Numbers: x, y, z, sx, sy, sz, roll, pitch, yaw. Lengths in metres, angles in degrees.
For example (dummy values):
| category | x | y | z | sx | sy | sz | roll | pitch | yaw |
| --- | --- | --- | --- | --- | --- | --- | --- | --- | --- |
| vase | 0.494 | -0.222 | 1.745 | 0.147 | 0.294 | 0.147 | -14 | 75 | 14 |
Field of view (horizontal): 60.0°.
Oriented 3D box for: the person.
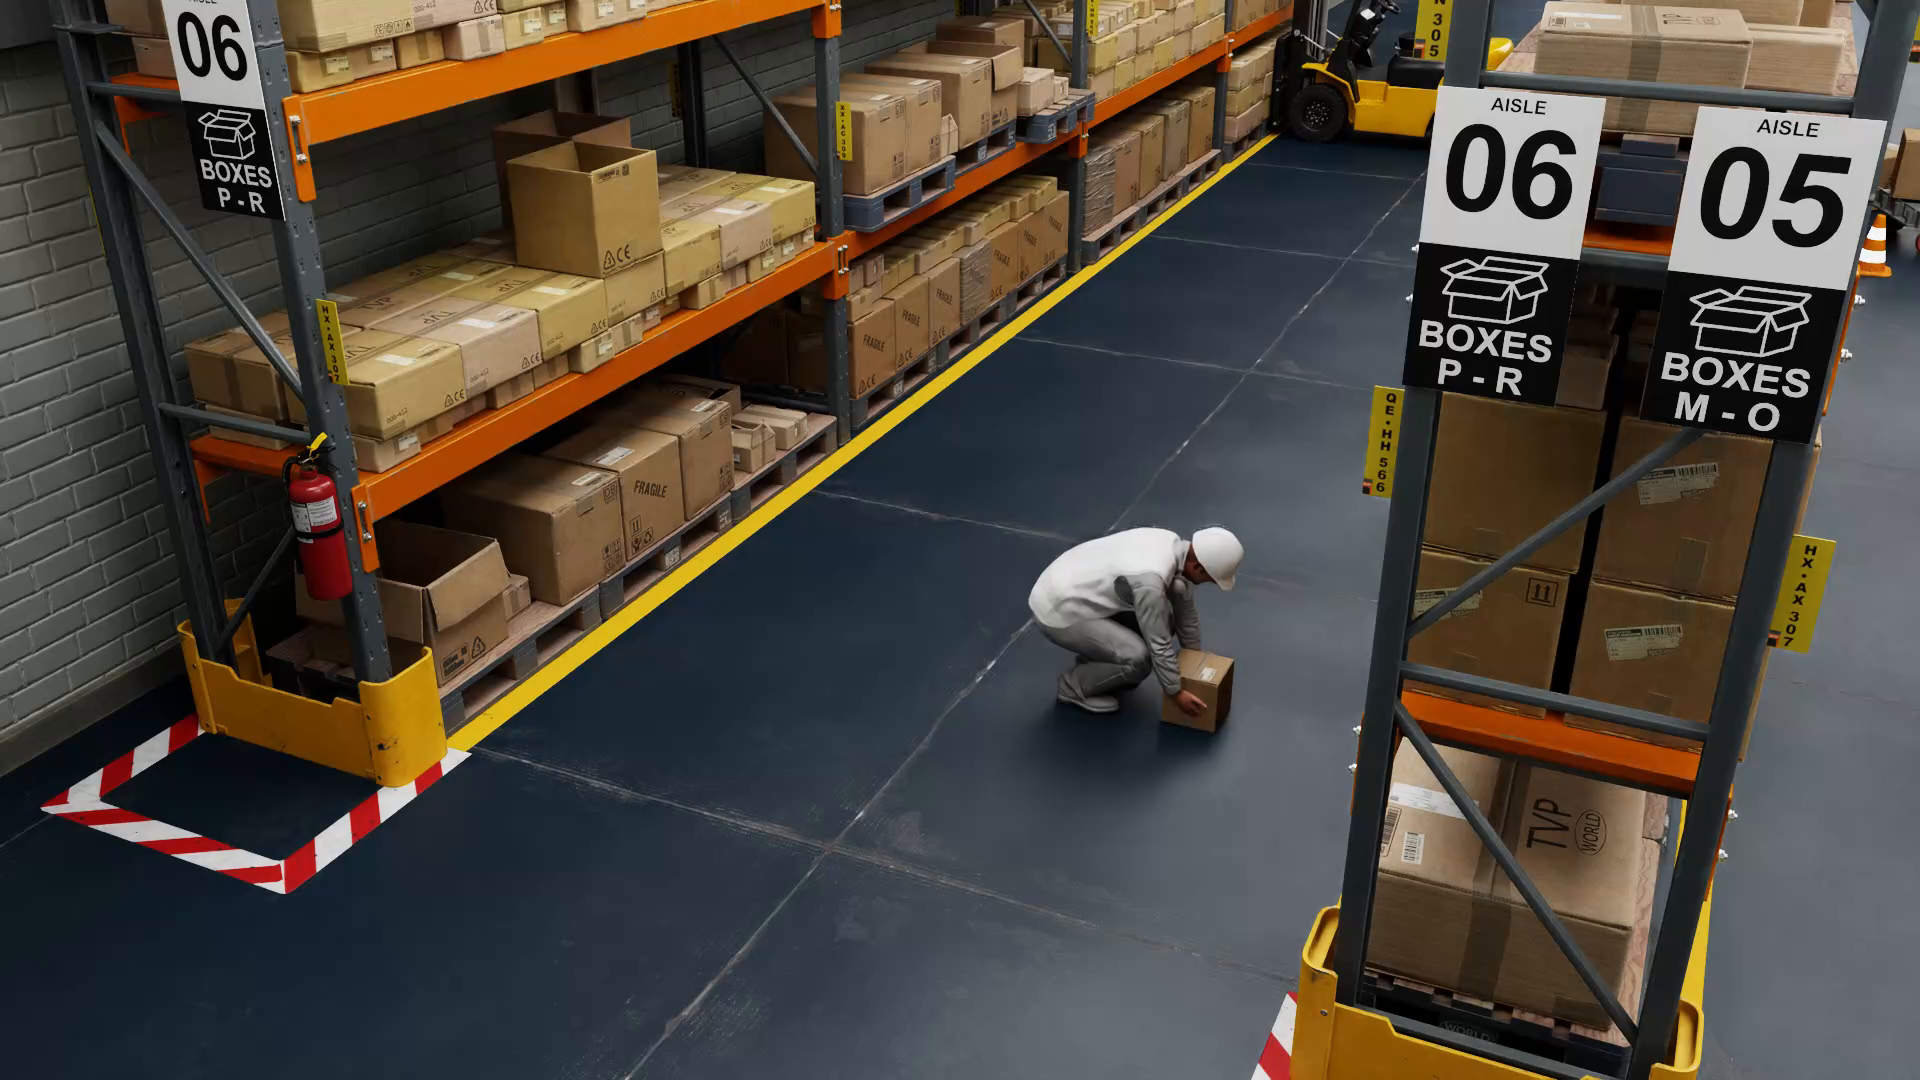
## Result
| category | x | y | z | sx | sy | sz | roll | pitch | yaw |
| --- | --- | --- | --- | --- | --- | --- | --- | --- | --- |
| person | 0.783 | 0.331 | 7.435 | 0.920 | 0.879 | 0.529 | 11 | 28 | 22 |
